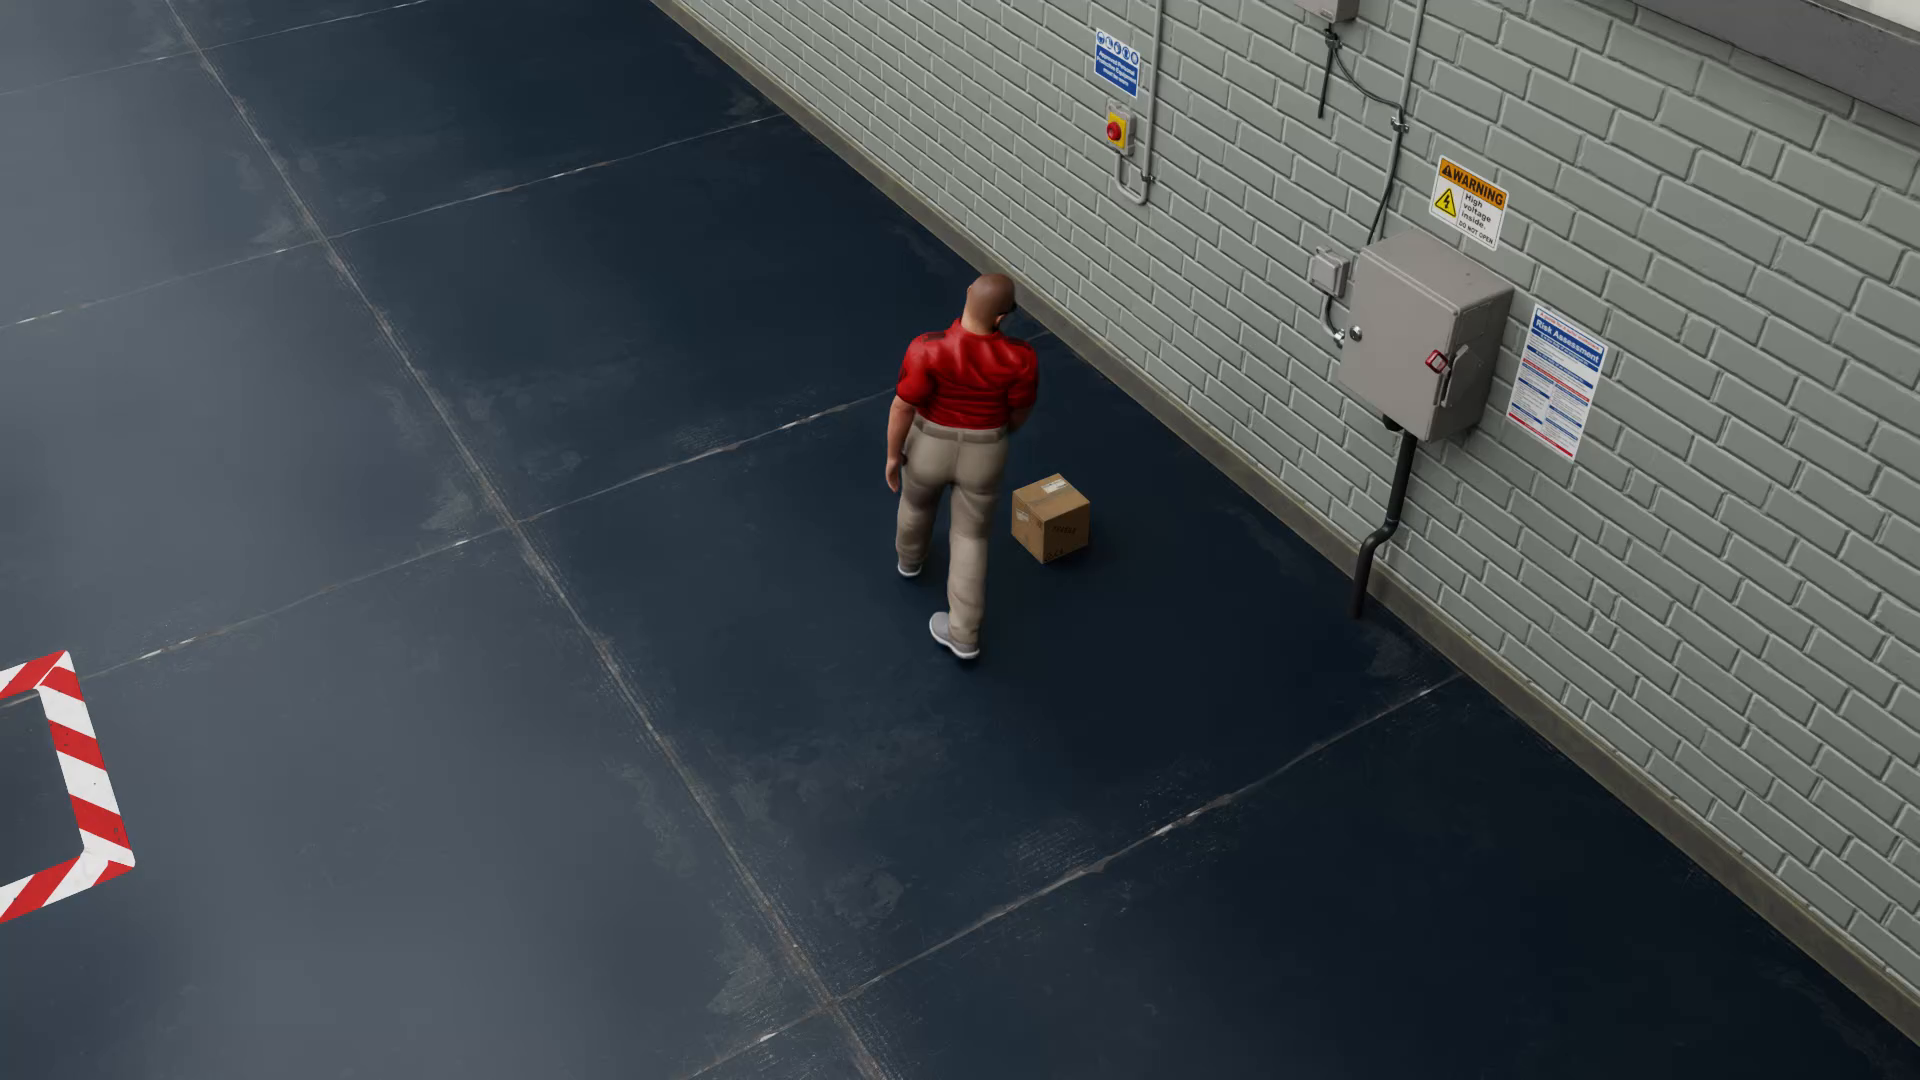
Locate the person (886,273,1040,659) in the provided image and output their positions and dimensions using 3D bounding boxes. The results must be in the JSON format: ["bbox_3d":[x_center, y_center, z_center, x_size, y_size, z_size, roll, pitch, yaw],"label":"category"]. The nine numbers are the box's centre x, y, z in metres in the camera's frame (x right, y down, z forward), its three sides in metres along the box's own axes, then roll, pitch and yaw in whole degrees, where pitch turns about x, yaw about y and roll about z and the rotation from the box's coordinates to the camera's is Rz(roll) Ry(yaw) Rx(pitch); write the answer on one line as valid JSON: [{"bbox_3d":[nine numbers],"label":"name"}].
[{"bbox_3d":[0.007,-0.355,6.650,0.596,1.596,0.877,1,41,1],"label":"person"}]
